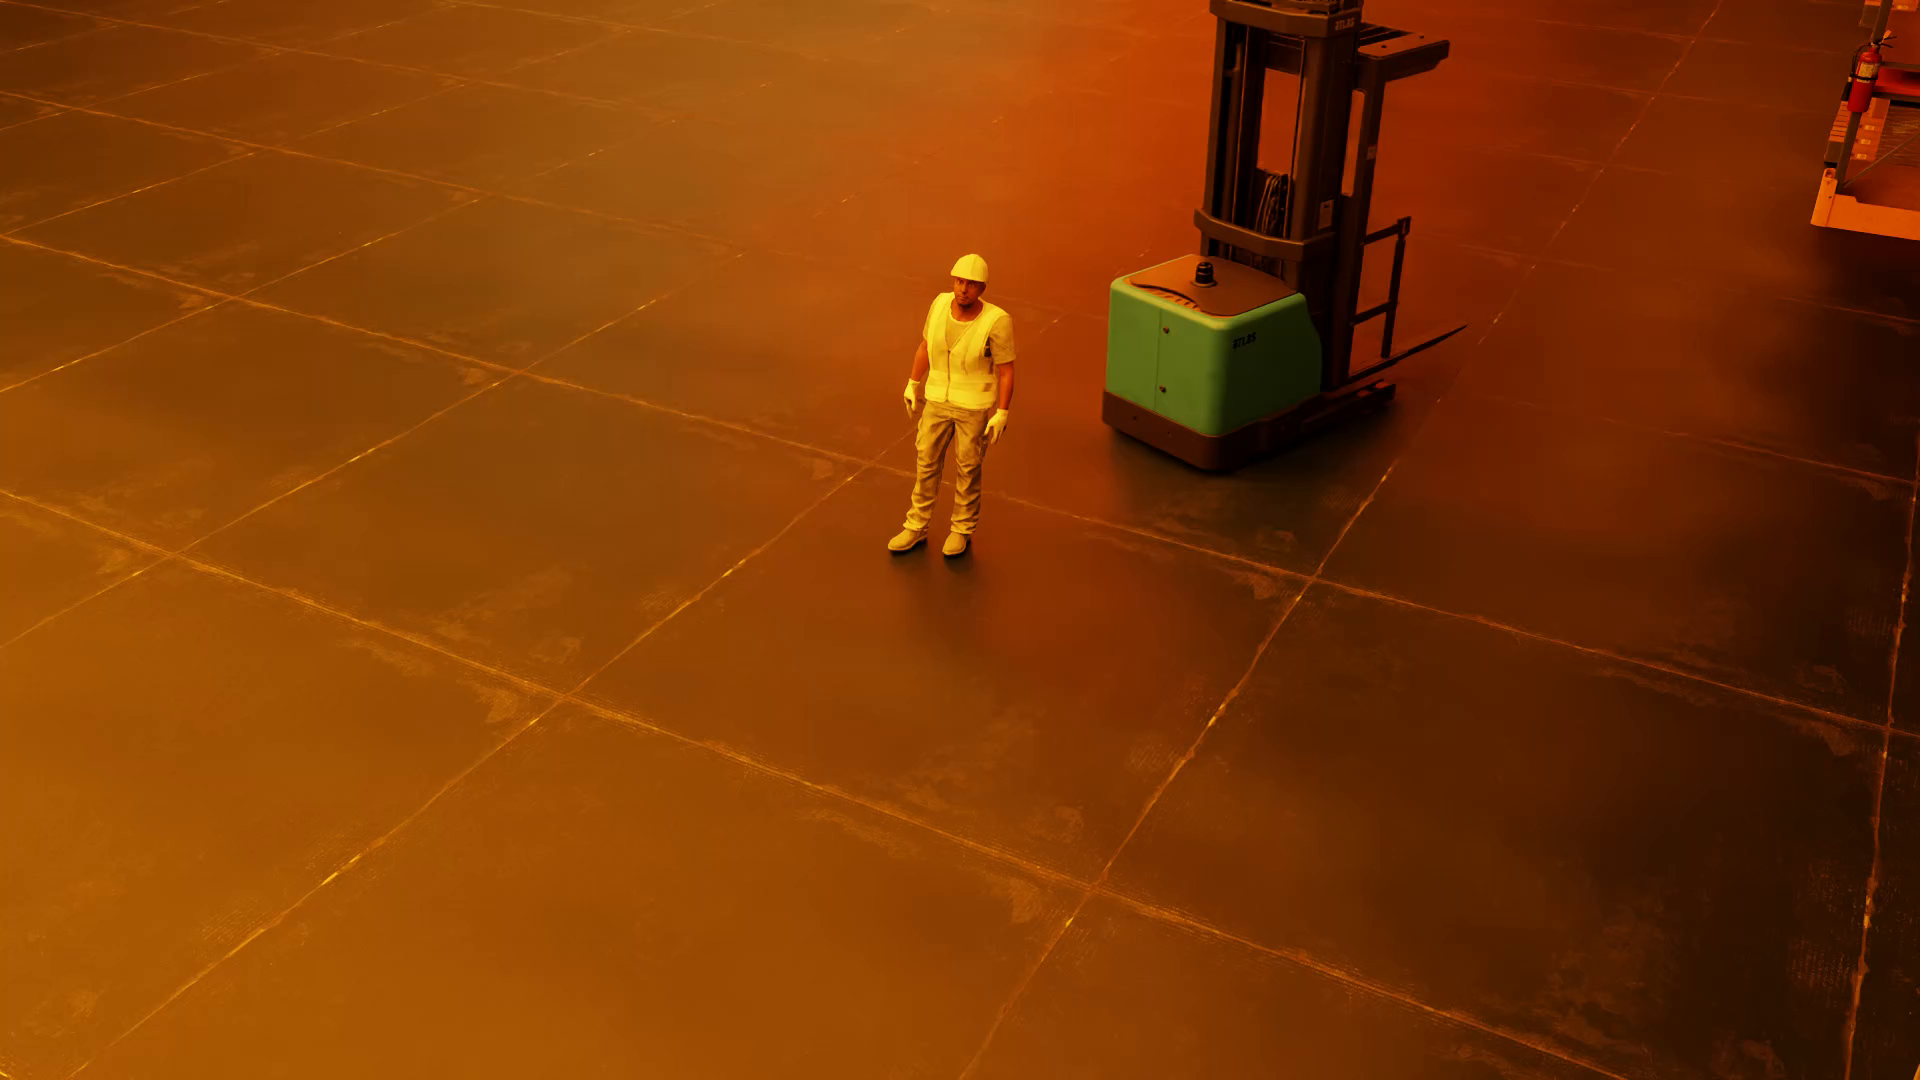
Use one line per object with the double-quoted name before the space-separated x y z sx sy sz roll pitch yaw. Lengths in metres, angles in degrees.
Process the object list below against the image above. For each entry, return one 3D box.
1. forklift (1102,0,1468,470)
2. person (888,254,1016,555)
"forklift" 2.409 -2.321 11.093 3.031 2.935 1.130 -23 37 -34
"person" -0.042 -0.748 9.502 0.656 1.784 0.575 15 33 25
